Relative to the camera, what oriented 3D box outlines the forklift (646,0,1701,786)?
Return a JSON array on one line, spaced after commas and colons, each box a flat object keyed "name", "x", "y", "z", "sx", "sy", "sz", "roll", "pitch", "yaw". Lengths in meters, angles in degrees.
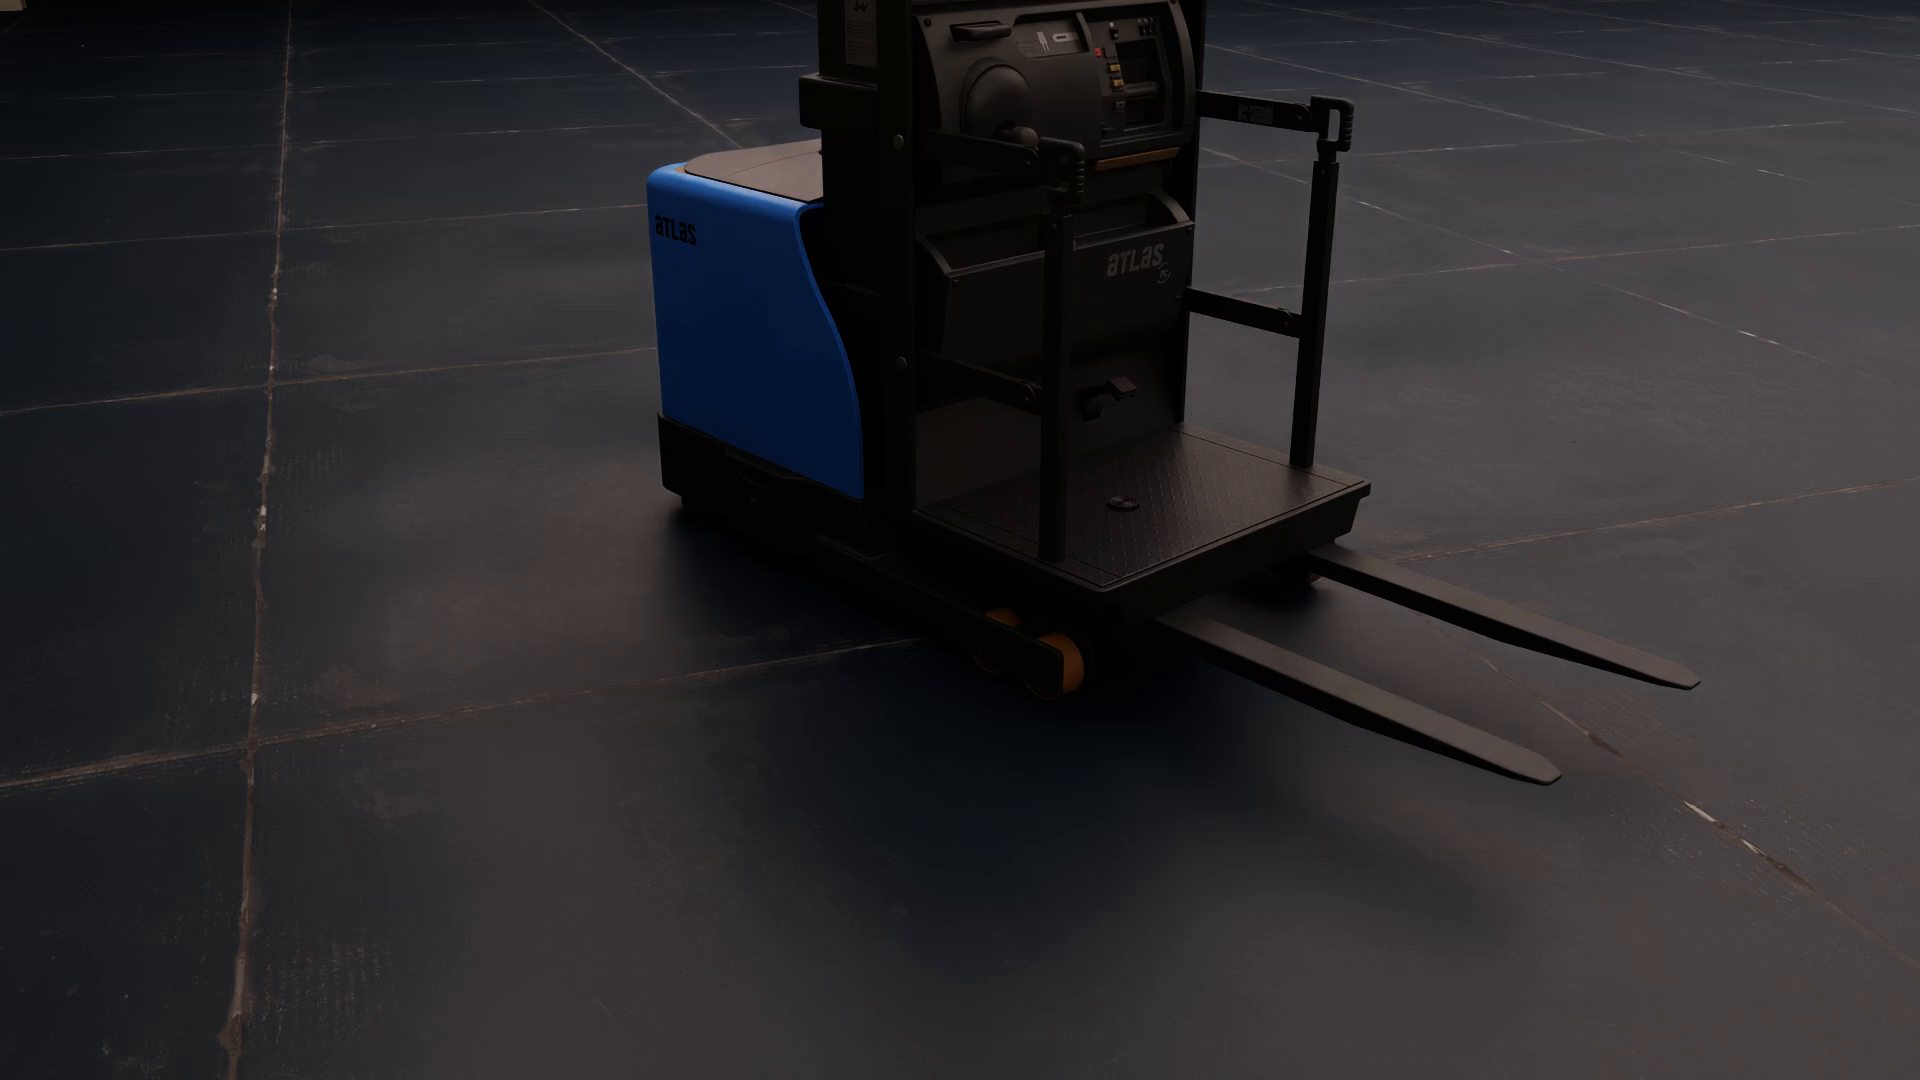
[{"name": "forklift", "x": 0.409, "y": -1.176, "z": 4.096, "sx": 1.130, "sy": 2.935, "sz": 3.031, "roll": -19, "pitch": 30, "yaw": -38}]
